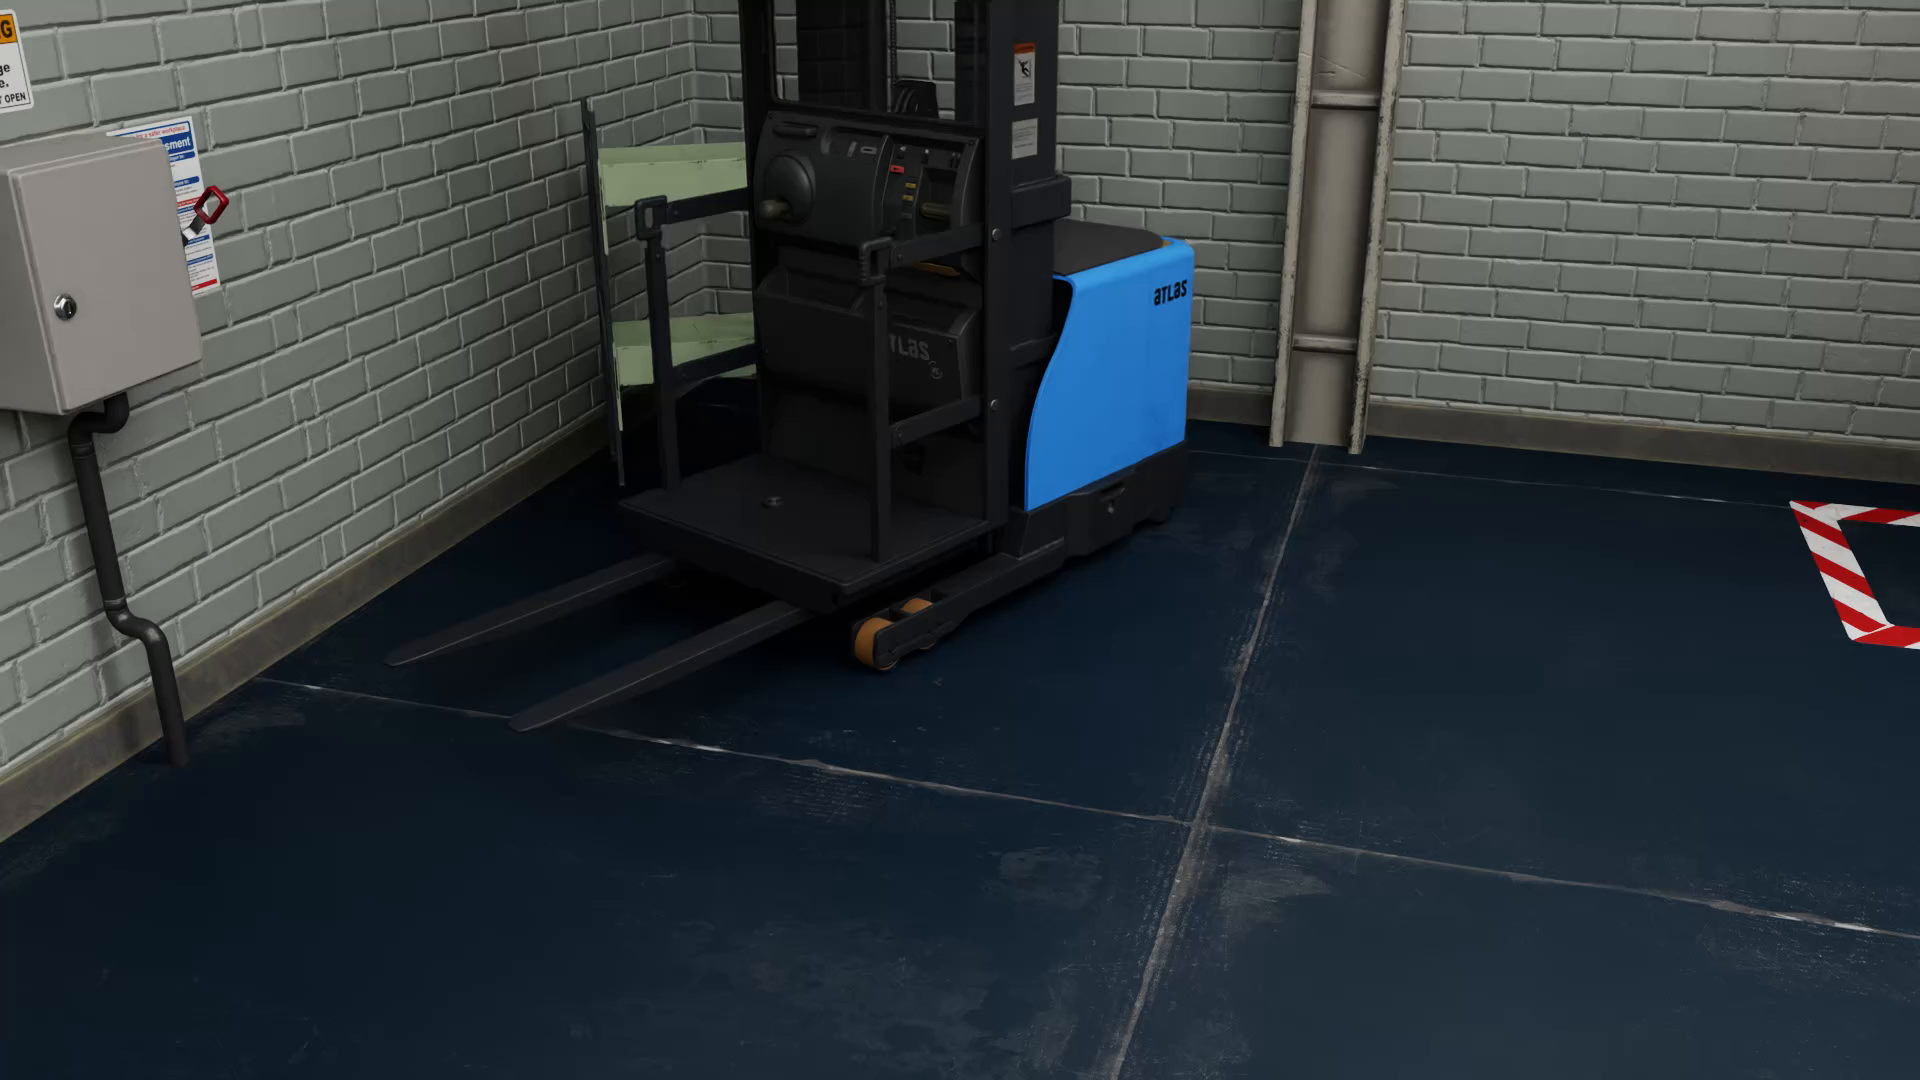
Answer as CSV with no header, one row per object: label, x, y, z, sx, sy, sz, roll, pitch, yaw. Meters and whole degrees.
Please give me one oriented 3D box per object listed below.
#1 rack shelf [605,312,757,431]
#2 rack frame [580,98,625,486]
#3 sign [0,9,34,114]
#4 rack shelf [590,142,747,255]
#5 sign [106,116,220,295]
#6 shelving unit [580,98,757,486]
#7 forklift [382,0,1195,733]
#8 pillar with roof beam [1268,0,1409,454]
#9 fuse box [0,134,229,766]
rack shelf,-1.087,-0.724,6.918,0.720,0.370,0.431,-6,23,-15
rack frame,-1.438,-0.987,6.699,0.023,1.500,0.400,-6,23,-15
sign,-2.399,-1.149,4.030,0.001,0.242,0.339,7,23,16
rack shelf,-1.087,-1.387,6.647,0.720,0.370,0.431,-6,23,-15
sign,-2.240,-0.923,4.692,0.001,0.494,0.329,7,23,16
shelving unit,-1.087,-1.026,6.795,0.755,1.500,0.431,-6,23,-15
forklift,-0.452,-1.158,5.231,1.130,2.935,3.031,18,28,37
pillar with roof beam,0.340,-3.046,1.838,0.400,9.000,9.100,7,23,16
fuse box,-2.185,-0.168,4.425,0.414,1.711,0.539,7,23,16
